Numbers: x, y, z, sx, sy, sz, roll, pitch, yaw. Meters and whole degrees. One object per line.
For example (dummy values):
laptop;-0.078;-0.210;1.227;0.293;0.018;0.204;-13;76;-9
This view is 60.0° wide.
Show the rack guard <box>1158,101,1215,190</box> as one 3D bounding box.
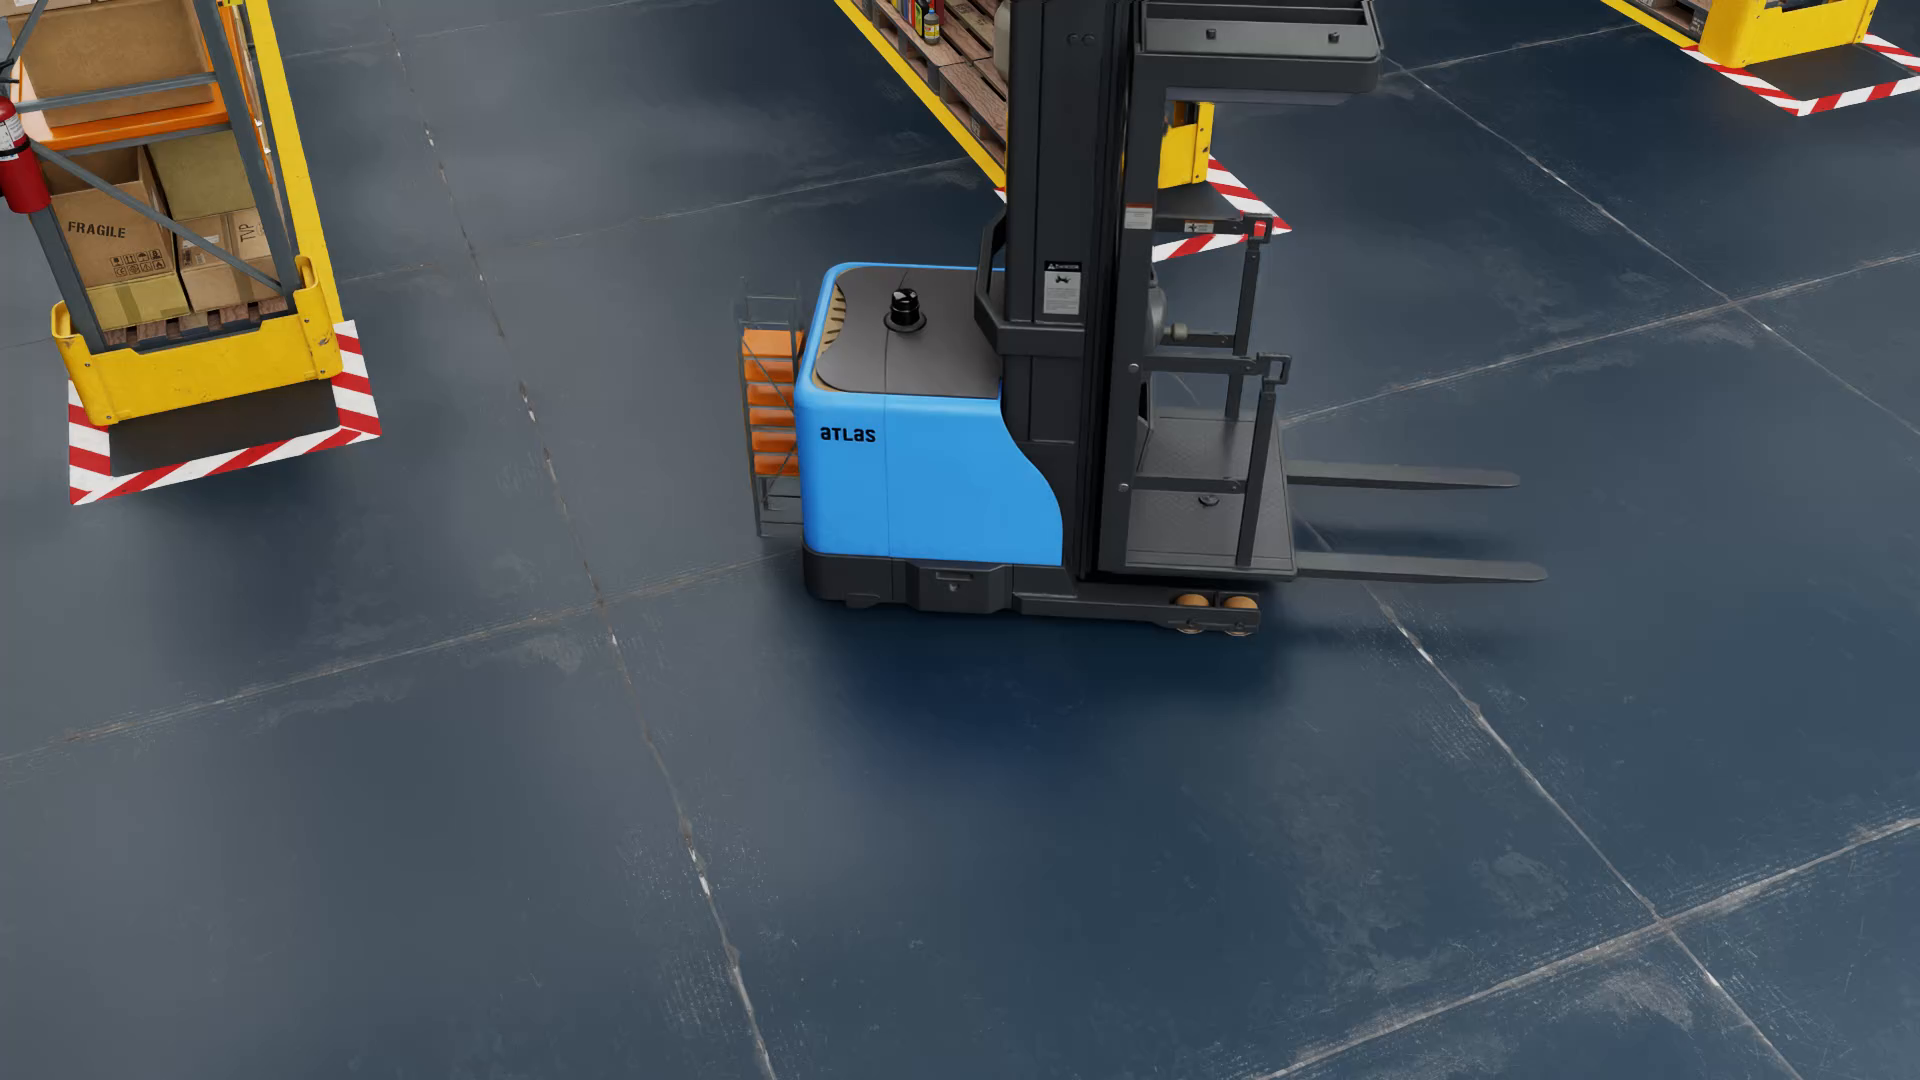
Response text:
rack guard;0.856;-2.247;9.480;1.175;0.500;0.348;-15;43;-17

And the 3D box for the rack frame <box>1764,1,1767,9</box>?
rack frame;5.505;-4.397;10.062;1.000;3.000;0.127;-15;43;-17

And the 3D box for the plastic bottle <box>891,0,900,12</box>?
plastic bottle;-0.370;-3.661;10.901;0.144;0.351;0.185;-13;42;-15

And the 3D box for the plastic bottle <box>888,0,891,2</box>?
plastic bottle;-0.441;-3.773;11.032;0.144;0.351;0.185;-15;43;-17

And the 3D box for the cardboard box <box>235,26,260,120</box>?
cardboard box;-4.220;-2.611;9.198;0.500;0.500;0.500;-15;43;-17

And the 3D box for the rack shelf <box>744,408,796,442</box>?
rack shelf;-0.760;-0.491;6.968;0.258;0.103;0.180;3;41;3

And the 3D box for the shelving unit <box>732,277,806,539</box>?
shelving unit;-0.760;-0.524;6.939;0.258;1.200;0.189;3;41;3

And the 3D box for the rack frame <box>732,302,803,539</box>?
rack frame;-0.768;-0.465;6.870;0.240;1.200;0.006;3;41;3

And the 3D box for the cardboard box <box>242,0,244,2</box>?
cardboard box;-5.105;-3.759;11.107;0.500;0.250;0.500;-16;43;-18

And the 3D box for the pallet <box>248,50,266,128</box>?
pallet;-4.914;-2.790;10.333;1.003;0.211;1.213;-15;43;-17

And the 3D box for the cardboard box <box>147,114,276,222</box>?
cardboard box;-3.842;-2.008;8.496;0.500;0.500;0.500;-15;43;-17

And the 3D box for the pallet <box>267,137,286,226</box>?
pallet;-4.443;-2.054;9.477;1.003;0.211;1.213;-15;43;-17

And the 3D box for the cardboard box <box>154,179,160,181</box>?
cardboard box;-4.523;-1.892;8.937;0.500;0.250;0.500;-15;43;-17

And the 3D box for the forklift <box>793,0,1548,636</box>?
forklift;0.896;-1.081;6.259;3.031;2.935;1.130;3;41;3

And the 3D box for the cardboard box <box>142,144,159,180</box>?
cardboard box;-4.525;-2.176;8.692;0.500;0.500;0.500;-15;43;-17

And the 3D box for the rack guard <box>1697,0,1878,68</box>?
rack guard;5.476;-3.495;10.930;1.175;0.500;0.348;-15;43;-17

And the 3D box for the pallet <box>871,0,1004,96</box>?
pallet;0.087;-3.362;10.998;1.003;0.211;1.213;-15;43;-17

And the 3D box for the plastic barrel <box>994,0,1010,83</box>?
plastic barrel;0.415;-3.056;10.090;0.421;0.512;0.421;0;41;0

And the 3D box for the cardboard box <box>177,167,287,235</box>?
cardboard box;-3.843;-1.723;8.740;0.500;0.250;0.500;-15;43;-17

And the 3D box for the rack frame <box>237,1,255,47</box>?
rack frame;-5.180;-4.337;9.993;1.000;3.000;0.127;-15;43;-17

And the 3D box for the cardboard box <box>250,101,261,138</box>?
cardboard box;-4.045;-2.306;8.842;0.500;0.500;0.500;-15;43;-17

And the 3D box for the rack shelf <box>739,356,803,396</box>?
rack shelf;-0.761;-0.673;6.811;0.258;0.103;0.180;3;41;3

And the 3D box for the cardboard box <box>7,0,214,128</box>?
cardboard box;-3.816;-2.250;7.489;0.700;0.500;0.500;-15;43;-17

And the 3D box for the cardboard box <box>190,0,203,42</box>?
cardboard box;-4.021;-2.565;7.856;0.700;0.500;0.500;-14;43;-16

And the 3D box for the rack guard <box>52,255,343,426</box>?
rack guard;-3.640;-0.965;7.989;1.175;0.500;0.348;-15;43;-17

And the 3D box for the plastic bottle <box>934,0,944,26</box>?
plastic bottle;-0.152;-3.480;10.743;0.061;0.283;0.133;-15;43;-17

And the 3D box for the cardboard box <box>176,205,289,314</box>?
cardboard box;-3.649;-1.423;8.391;0.500;0.250;0.500;-15;43;-17

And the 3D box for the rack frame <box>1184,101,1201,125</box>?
rack frame;0.929;-3.161;8.625;1.000;3.000;0.127;-15;43;-17

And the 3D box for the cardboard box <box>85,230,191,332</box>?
cardboard box;-4.127;-1.294;8.240;0.500;0.250;0.500;-15;43;-17

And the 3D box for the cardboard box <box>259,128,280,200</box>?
cardboard box;-4.034;-2.024;9.090;0.500;0.250;0.500;-15;43;-17

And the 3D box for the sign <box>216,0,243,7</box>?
sign;-3.134;-2.421;7.040;0.100;0.325;0.005;-15;43;-17

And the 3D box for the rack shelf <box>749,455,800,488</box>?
rack shelf;-0.760;-0.309;7.124;0.258;0.103;0.180;3;41;3

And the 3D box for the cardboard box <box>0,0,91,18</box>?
cardboard box;-3.971;-2.394;7.159;0.380;0.149;0.250;-16;43;-18

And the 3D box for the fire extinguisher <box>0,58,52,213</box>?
fire extinguisher;-4.033;-1.711;6.999;0.296;0.674;0.183;-15;43;-17

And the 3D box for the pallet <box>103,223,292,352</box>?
pallet;-3.980;-1.321;8.624;1.003;0.211;1.213;-15;43;-17

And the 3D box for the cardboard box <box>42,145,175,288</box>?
cardboard box;-4.129;-1.577;7.995;0.500;0.500;0.500;-15;43;-17

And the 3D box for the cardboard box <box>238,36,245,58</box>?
cardboard box;-4.425;-2.909;9.544;0.500;0.500;0.500;-15;43;-17

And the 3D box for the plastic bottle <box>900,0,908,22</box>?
plastic bottle;-0.303;-3.534;10.811;0.152;0.276;0.135;-16;43;-18

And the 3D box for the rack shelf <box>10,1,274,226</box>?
rack shelf;-4.414;-2.860;8.826;1.077;0.370;4.000;-15;43;-17

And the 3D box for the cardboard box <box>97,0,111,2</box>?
cardboard box;-3.600;-2.501;7.284;0.380;0.149;0.250;-15;43;-17

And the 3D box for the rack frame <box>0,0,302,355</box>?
rack frame;-3.649;-1.928;7.191;1.000;3.000;0.127;-15;43;-17

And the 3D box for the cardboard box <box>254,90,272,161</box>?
cardboard box;-4.221;-2.327;9.442;0.500;0.250;0.500;-15;43;-17

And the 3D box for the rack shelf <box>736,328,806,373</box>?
rack shelf;-0.761;-0.764;6.733;0.258;0.103;0.180;3;41;3

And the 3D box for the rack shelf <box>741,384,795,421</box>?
rack shelf;-0.761;-0.582;6.890;0.258;0.103;0.180;3;41;3

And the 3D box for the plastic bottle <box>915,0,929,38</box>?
plastic bottle;-0.240;-3.361;10.603;0.061;0.283;0.133;-14;43;-16

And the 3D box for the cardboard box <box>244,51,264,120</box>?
cardboard box;-4.413;-2.628;9.792;0.500;0.250;0.500;-15;43;-17

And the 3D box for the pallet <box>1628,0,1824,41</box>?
pallet;5.198;-3.883;11.604;1.003;0.211;1.213;-15;43;-17

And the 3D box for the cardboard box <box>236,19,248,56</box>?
cardboard box;-4.618;-2.925;10.138;0.500;0.250;0.500;-15;43;-17

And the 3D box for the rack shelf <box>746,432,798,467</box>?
rack shelf;-0.760;-0.400;7.046;0.258;0.103;0.180;3;41;3

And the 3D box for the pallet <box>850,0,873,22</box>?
pallet;-0.383;-4.098;11.854;1.003;0.211;1.213;-15;43;-17

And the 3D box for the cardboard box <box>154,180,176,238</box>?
cardboard box;-4.330;-1.592;8.587;0.500;0.250;0.500;-15;43;-17

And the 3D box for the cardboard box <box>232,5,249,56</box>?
cardboard box;-4.800;-3.229;10.491;0.500;0.250;0.500;-15;43;-17

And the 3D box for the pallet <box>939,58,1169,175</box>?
pallet;0.550;-2.628;10.145;1.003;0.211;1.213;-15;43;-17

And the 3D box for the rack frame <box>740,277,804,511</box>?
rack frame;-0.753;-0.584;7.008;0.240;1.200;0.006;3;41;3

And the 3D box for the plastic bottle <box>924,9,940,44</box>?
plastic bottle;-0.179;-3.264;10.554;0.097;0.201;0.097;0;41;0

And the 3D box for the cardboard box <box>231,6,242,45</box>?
cardboard box;-4.620;-3.209;9.893;0.500;0.500;0.500;-15;43;-17

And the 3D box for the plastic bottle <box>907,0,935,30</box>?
plastic bottle;-0.250;-3.451;10.714;0.152;0.276;0.135;-15;43;-17
